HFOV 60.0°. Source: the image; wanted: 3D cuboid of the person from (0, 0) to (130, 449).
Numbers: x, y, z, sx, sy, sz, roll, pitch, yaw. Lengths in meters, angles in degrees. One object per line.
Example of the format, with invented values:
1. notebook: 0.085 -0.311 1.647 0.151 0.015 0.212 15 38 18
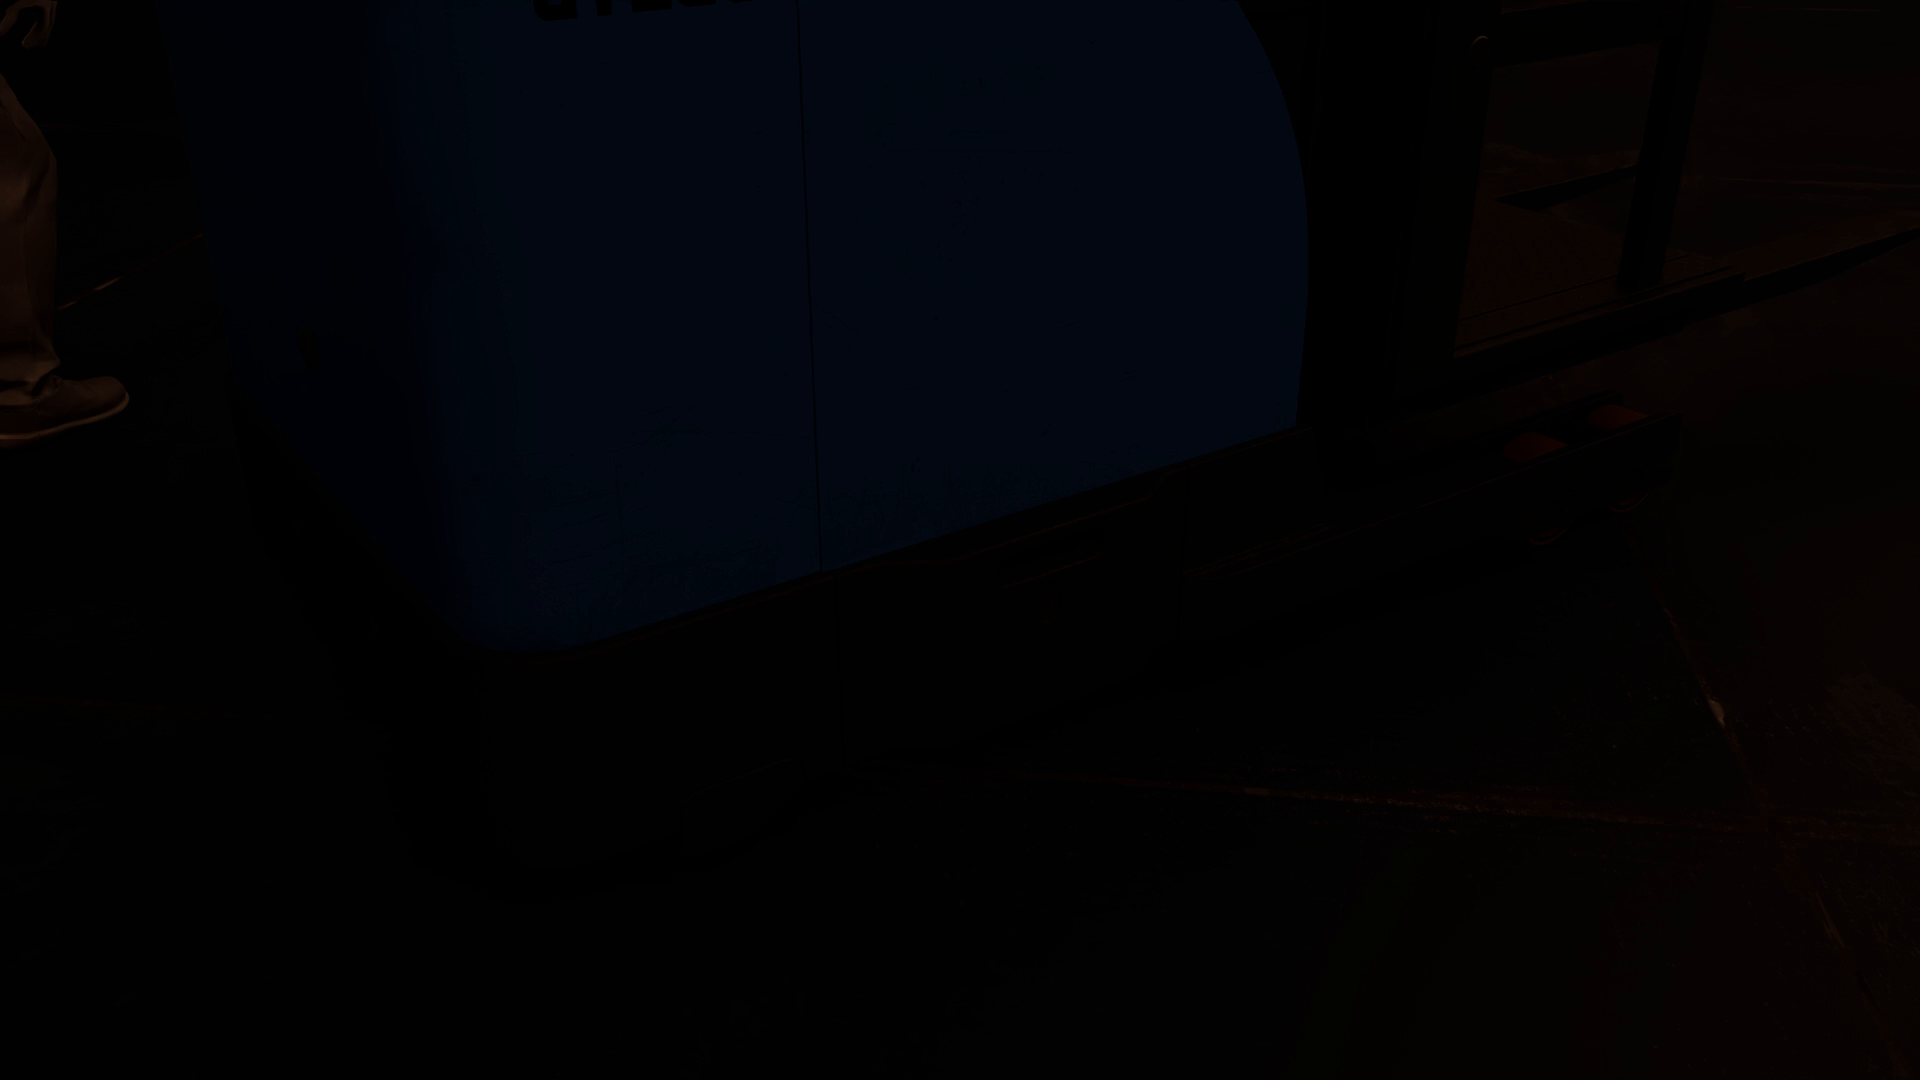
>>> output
1. person: -1.764 -0.905 2.542 0.715 1.606 0.418 7 27 14

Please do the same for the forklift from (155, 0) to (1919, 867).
1. forklift: 0.498 -1.478 2.179 3.031 2.935 1.130 -17 31 -31
